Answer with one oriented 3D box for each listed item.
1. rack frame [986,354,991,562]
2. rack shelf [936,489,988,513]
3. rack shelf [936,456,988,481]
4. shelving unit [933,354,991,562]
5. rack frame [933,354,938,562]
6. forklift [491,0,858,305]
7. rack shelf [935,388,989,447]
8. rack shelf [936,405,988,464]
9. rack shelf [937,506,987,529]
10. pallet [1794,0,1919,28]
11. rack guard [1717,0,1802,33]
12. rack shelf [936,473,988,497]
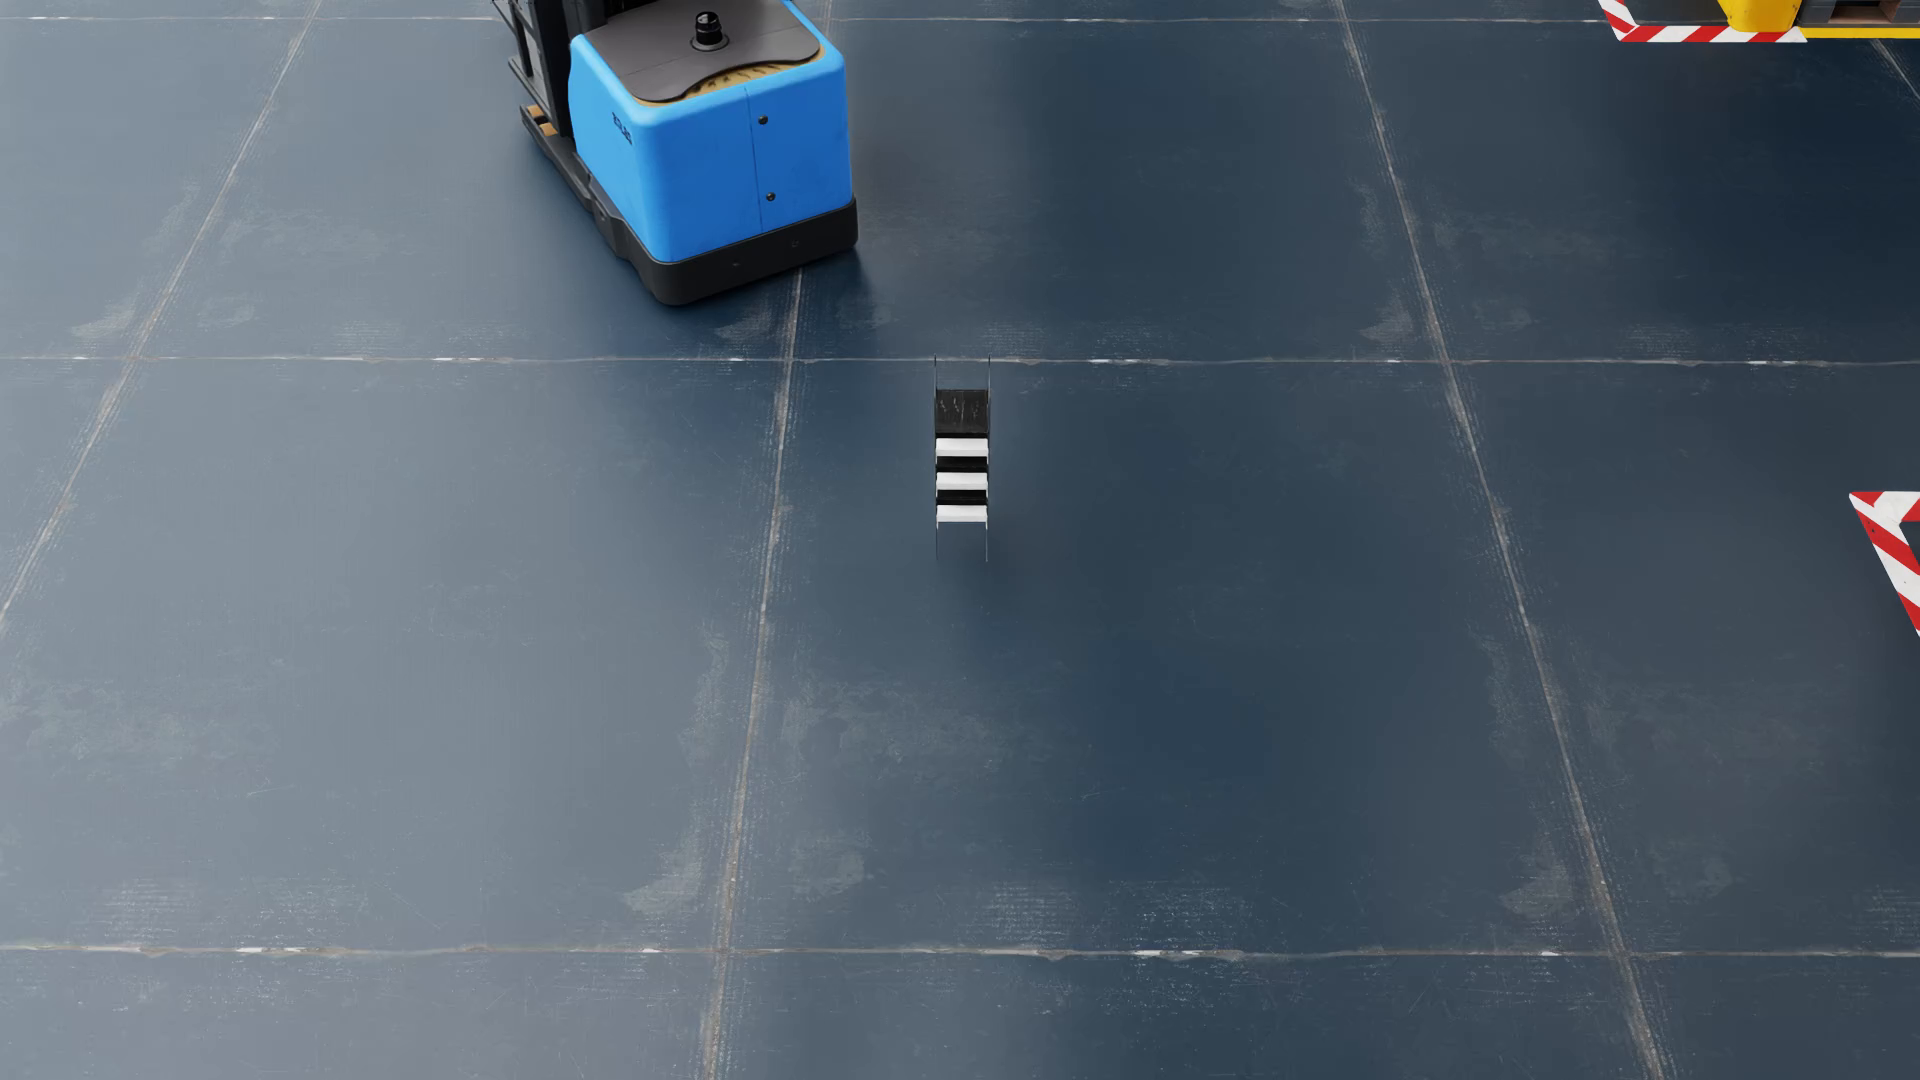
[{"bbox_3d":[0.110,-0.306,6.501,0.006,0.900,0.240,0,47,0],"label":"rack frame"},{"bbox_3d":[0.008,-0.223,6.592,0.200,0.077,0.258,0,47,0],"label":"rack shelf"},{"bbox_3d":[0.008,-0.345,6.460,0.200,0.077,0.258,0,47,0],"label":"rack shelf"},{"bbox_3d":[0.008,-0.307,6.501,0.210,0.900,0.258,0,47,0],"label":"shelving unit"},{"bbox_3d":[-0.094,-0.307,6.502,0.006,0.900,0.240,0,47,0],"label":"rack frame"},{"bbox_3d":[-1.663,-3.167,7.776,1.130,2.935,3.031,-23,51,-20],"label":"forklift"},{"bbox_3d":[0.008,-0.468,6.328,0.200,0.077,0.258,0,47,0],"label":"rack shelf"},{"bbox_3d":[0.008,-0.406,6.394,0.200,0.077,0.258,0,47,0],"label":"rack shelf"},{"bbox_3d":[0.008,-0.161,6.658,0.200,0.077,0.258,0,47,0],"label":"rack shelf"},{"bbox_3d":[5.429,-3.385,9.838,1.213,0.211,1.003,0,47,0],"label":"pallet"},{"bbox_3d":[4.617,-3.512,9.758,0.348,0.500,1.175,0,47,0],"label":"rack guard"},{"bbox_3d":[0.008,-0.284,6.526,0.200,0.077,0.258,0,47,0],"label":"rack shelf"}]
